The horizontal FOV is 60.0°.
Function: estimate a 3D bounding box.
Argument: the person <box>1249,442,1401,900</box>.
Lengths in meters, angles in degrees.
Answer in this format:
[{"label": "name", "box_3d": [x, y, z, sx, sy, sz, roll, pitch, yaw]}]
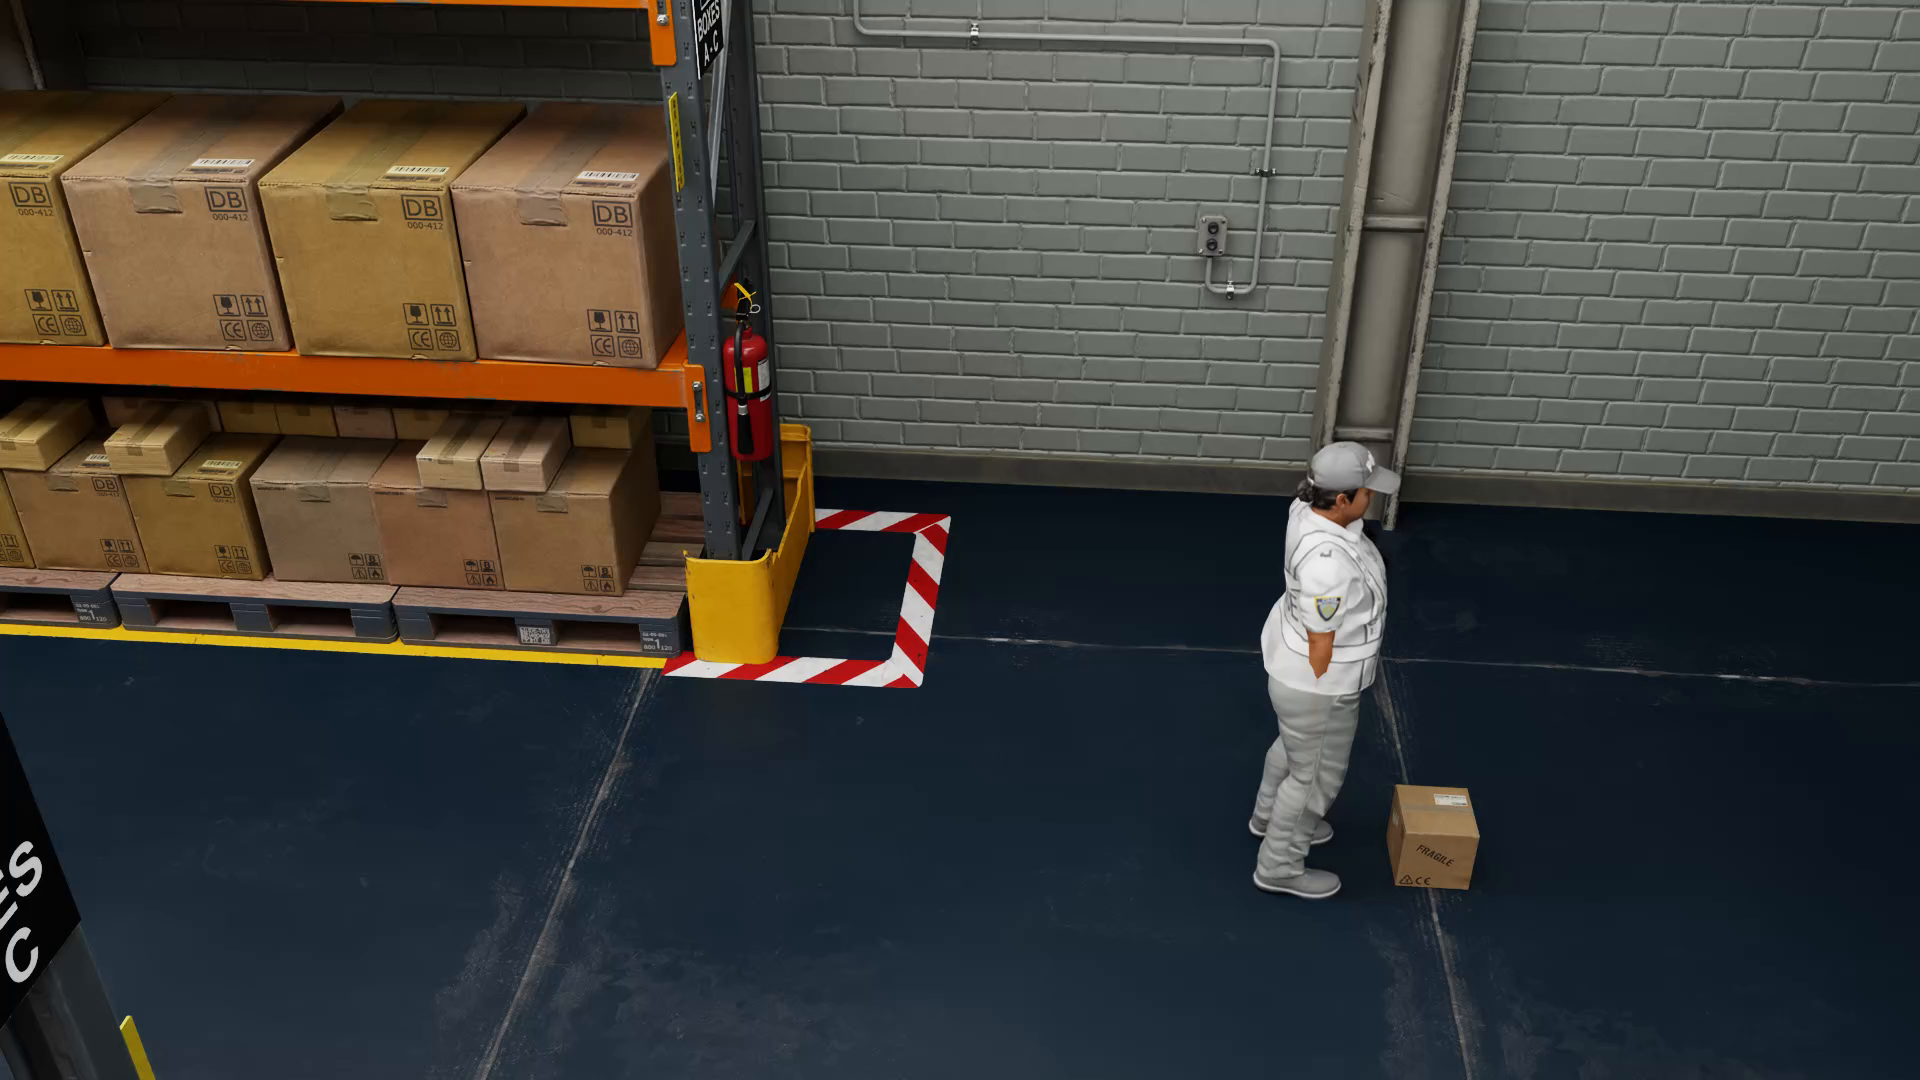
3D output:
[{"label": "person", "box_3d": [1.185, 0.417, 5.478, 0.391, 1.661, 0.467, 3, 32, 5]}]
